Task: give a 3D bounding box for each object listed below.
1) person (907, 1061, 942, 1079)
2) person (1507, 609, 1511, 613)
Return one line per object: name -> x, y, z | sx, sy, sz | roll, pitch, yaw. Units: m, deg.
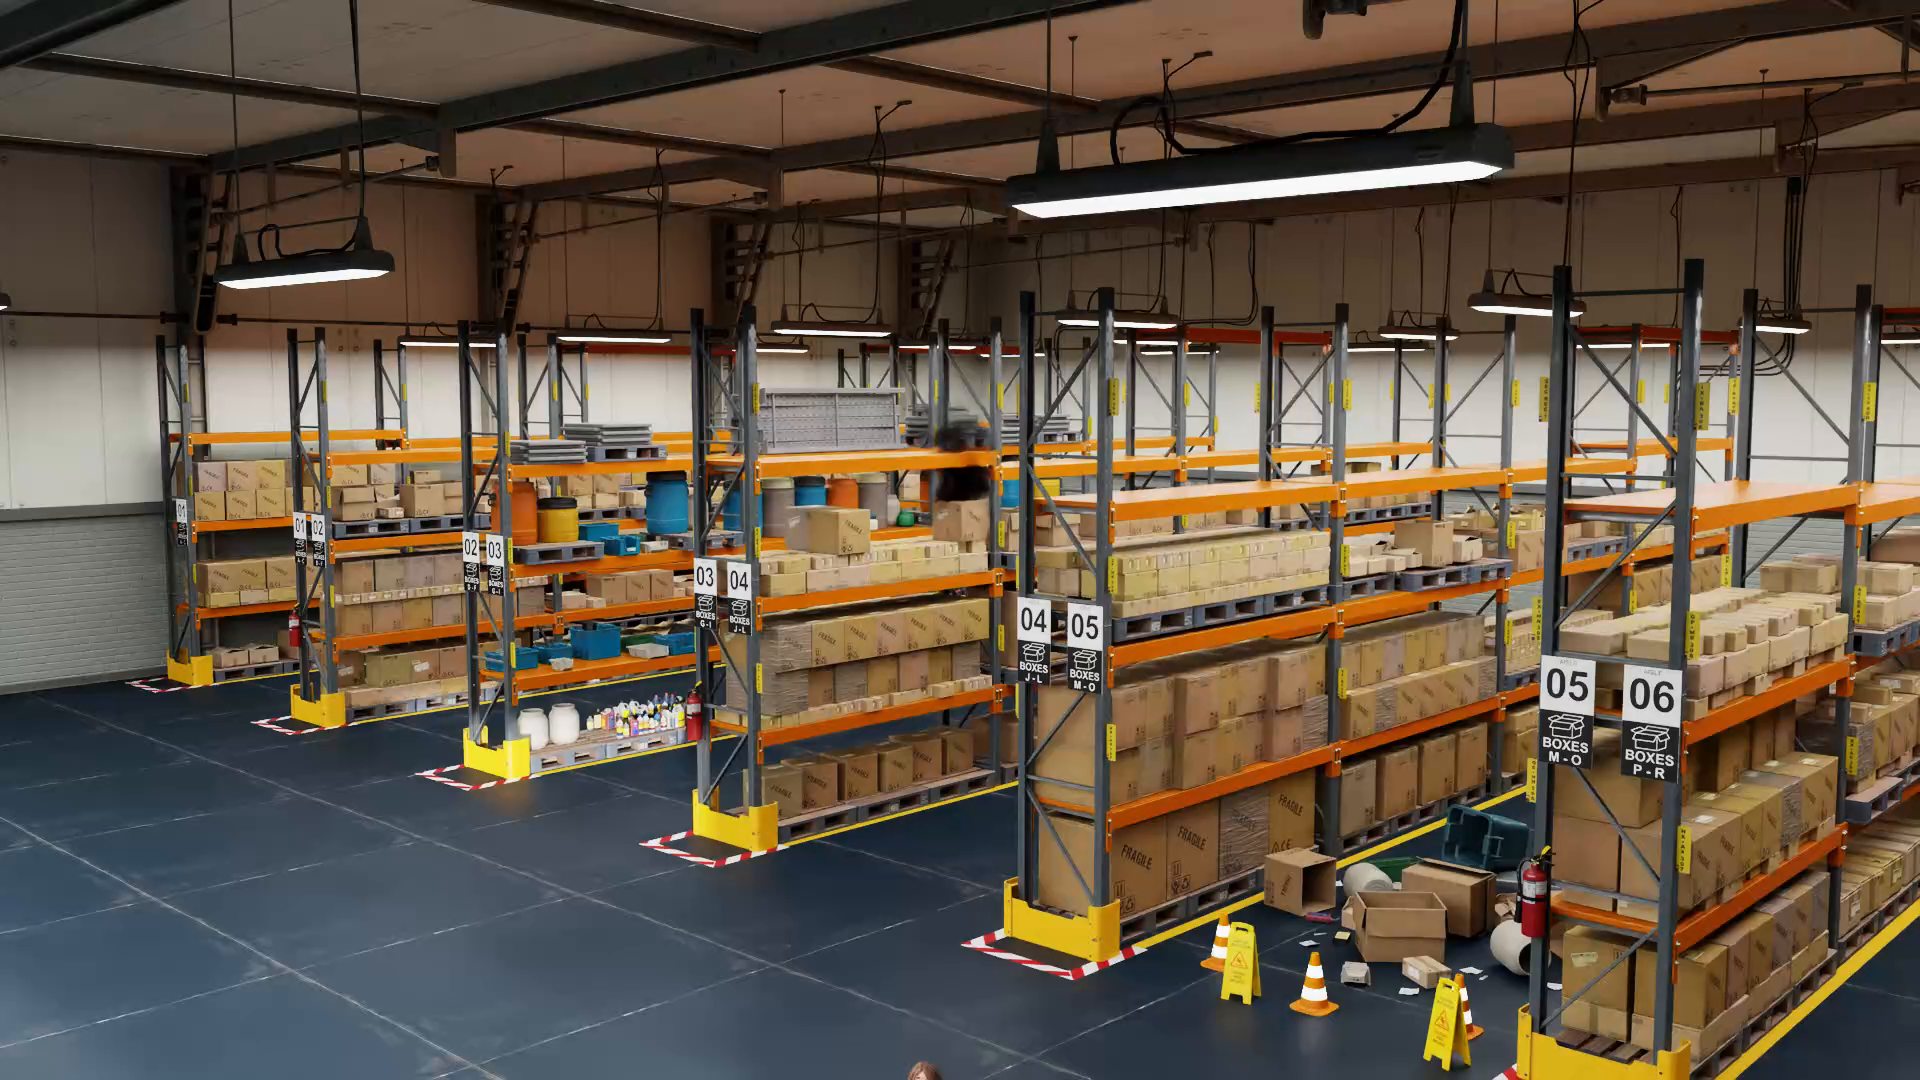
person -> -0.178, 3.554, 9.024 | 0.570, 1.559, 0.566 | 0, 5, 2
person -> 8.506, 1.897, 25.897 | 0.891, 1.746, 0.586 | -5, 7, -43
